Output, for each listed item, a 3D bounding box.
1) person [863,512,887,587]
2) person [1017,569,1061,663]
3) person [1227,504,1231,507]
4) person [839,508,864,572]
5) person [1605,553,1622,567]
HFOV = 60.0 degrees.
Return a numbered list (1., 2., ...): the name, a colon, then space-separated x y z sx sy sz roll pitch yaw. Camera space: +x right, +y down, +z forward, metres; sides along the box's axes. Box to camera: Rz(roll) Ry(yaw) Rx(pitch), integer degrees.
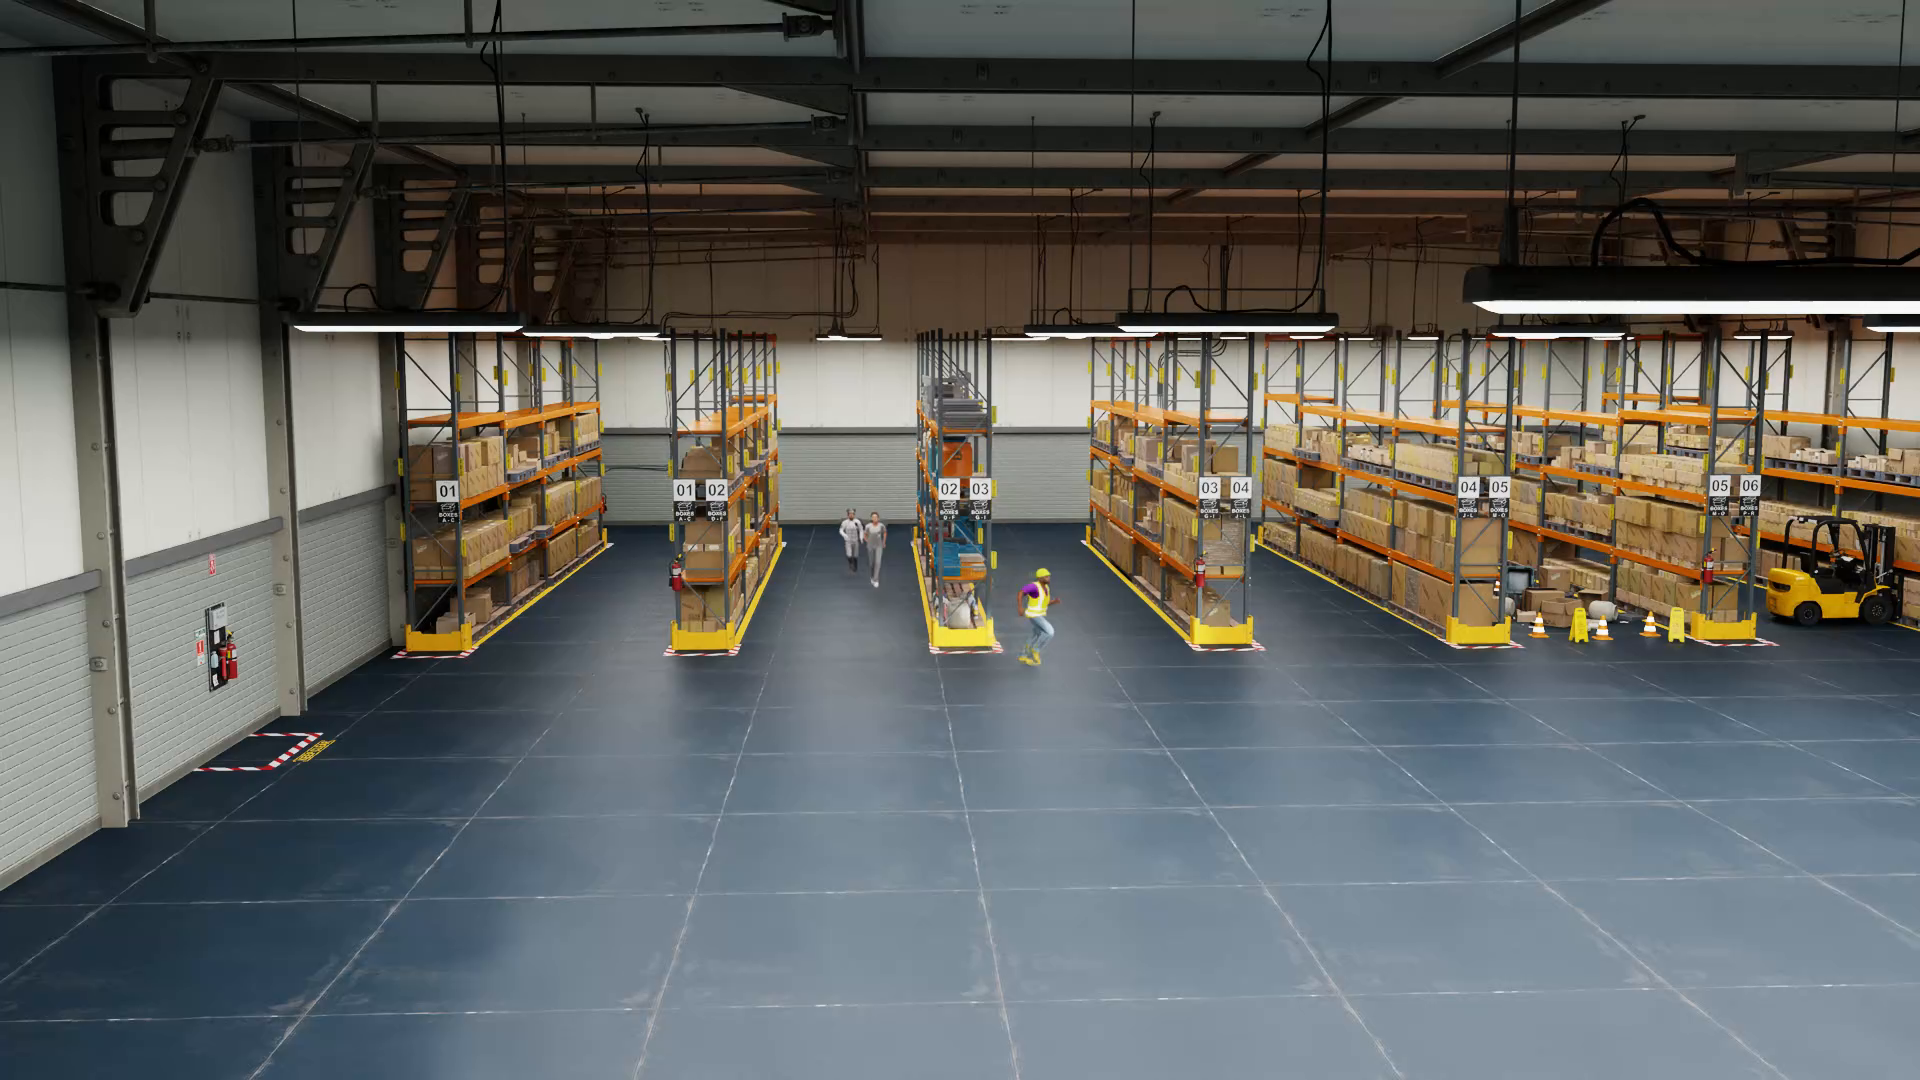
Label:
1. person: -1.918 0.189 37.599 0.553 1.670 0.799 -1 7 -6
2. person: 1.403 1.358 29.630 0.779 1.708 0.738 3 7 26
3. person: 8.058 -0.884 49.030 0.651 1.690 0.607 6 9 41
4. person: -2.626 0.014 40.429 0.612 1.597 0.519 -1 7 -5
5. person: 16.742 -0.158 42.584 0.671 1.777 0.707 -2 7 -13
